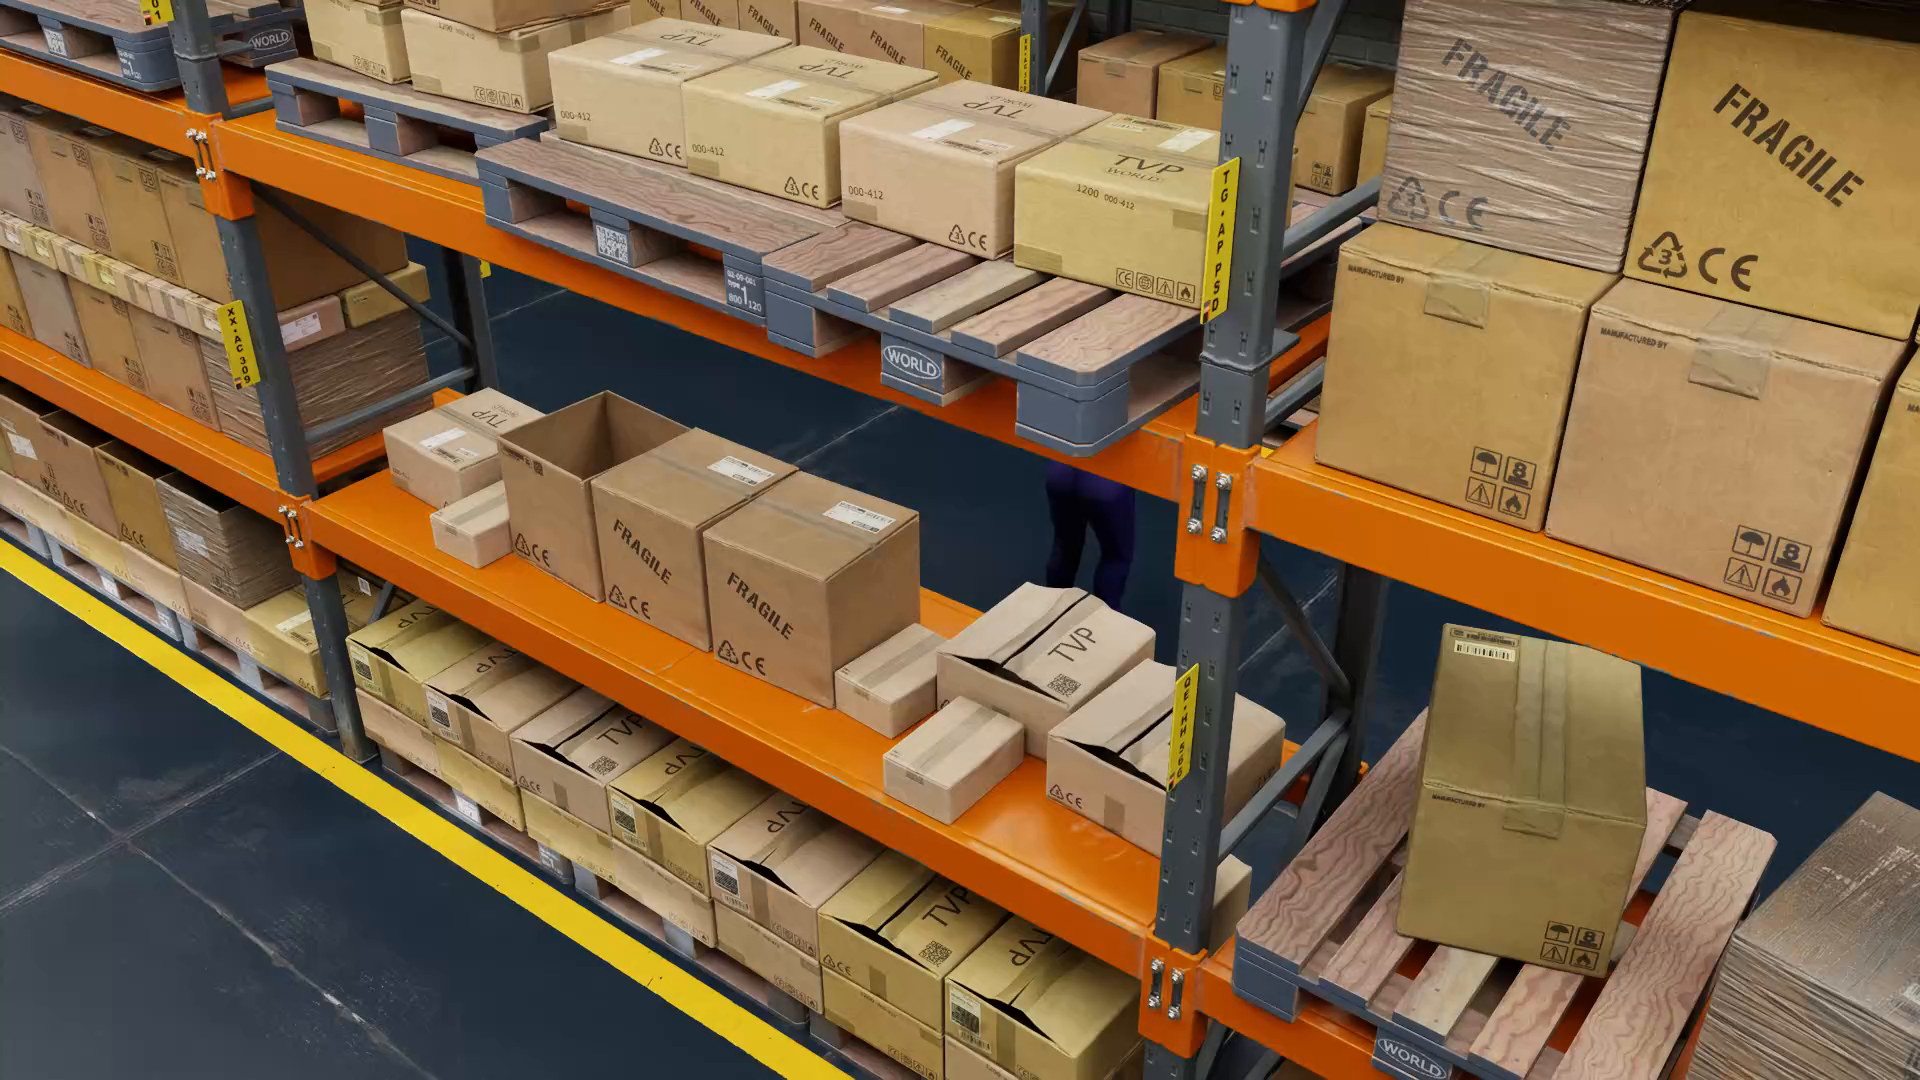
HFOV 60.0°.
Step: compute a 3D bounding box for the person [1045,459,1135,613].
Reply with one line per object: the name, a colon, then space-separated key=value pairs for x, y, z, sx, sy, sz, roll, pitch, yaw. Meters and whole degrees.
person: x=0.646 y=-0.295 z=7.647 sx=0.435 sy=1.647 sz=0.531 roll=21 pitch=37 yaw=31
